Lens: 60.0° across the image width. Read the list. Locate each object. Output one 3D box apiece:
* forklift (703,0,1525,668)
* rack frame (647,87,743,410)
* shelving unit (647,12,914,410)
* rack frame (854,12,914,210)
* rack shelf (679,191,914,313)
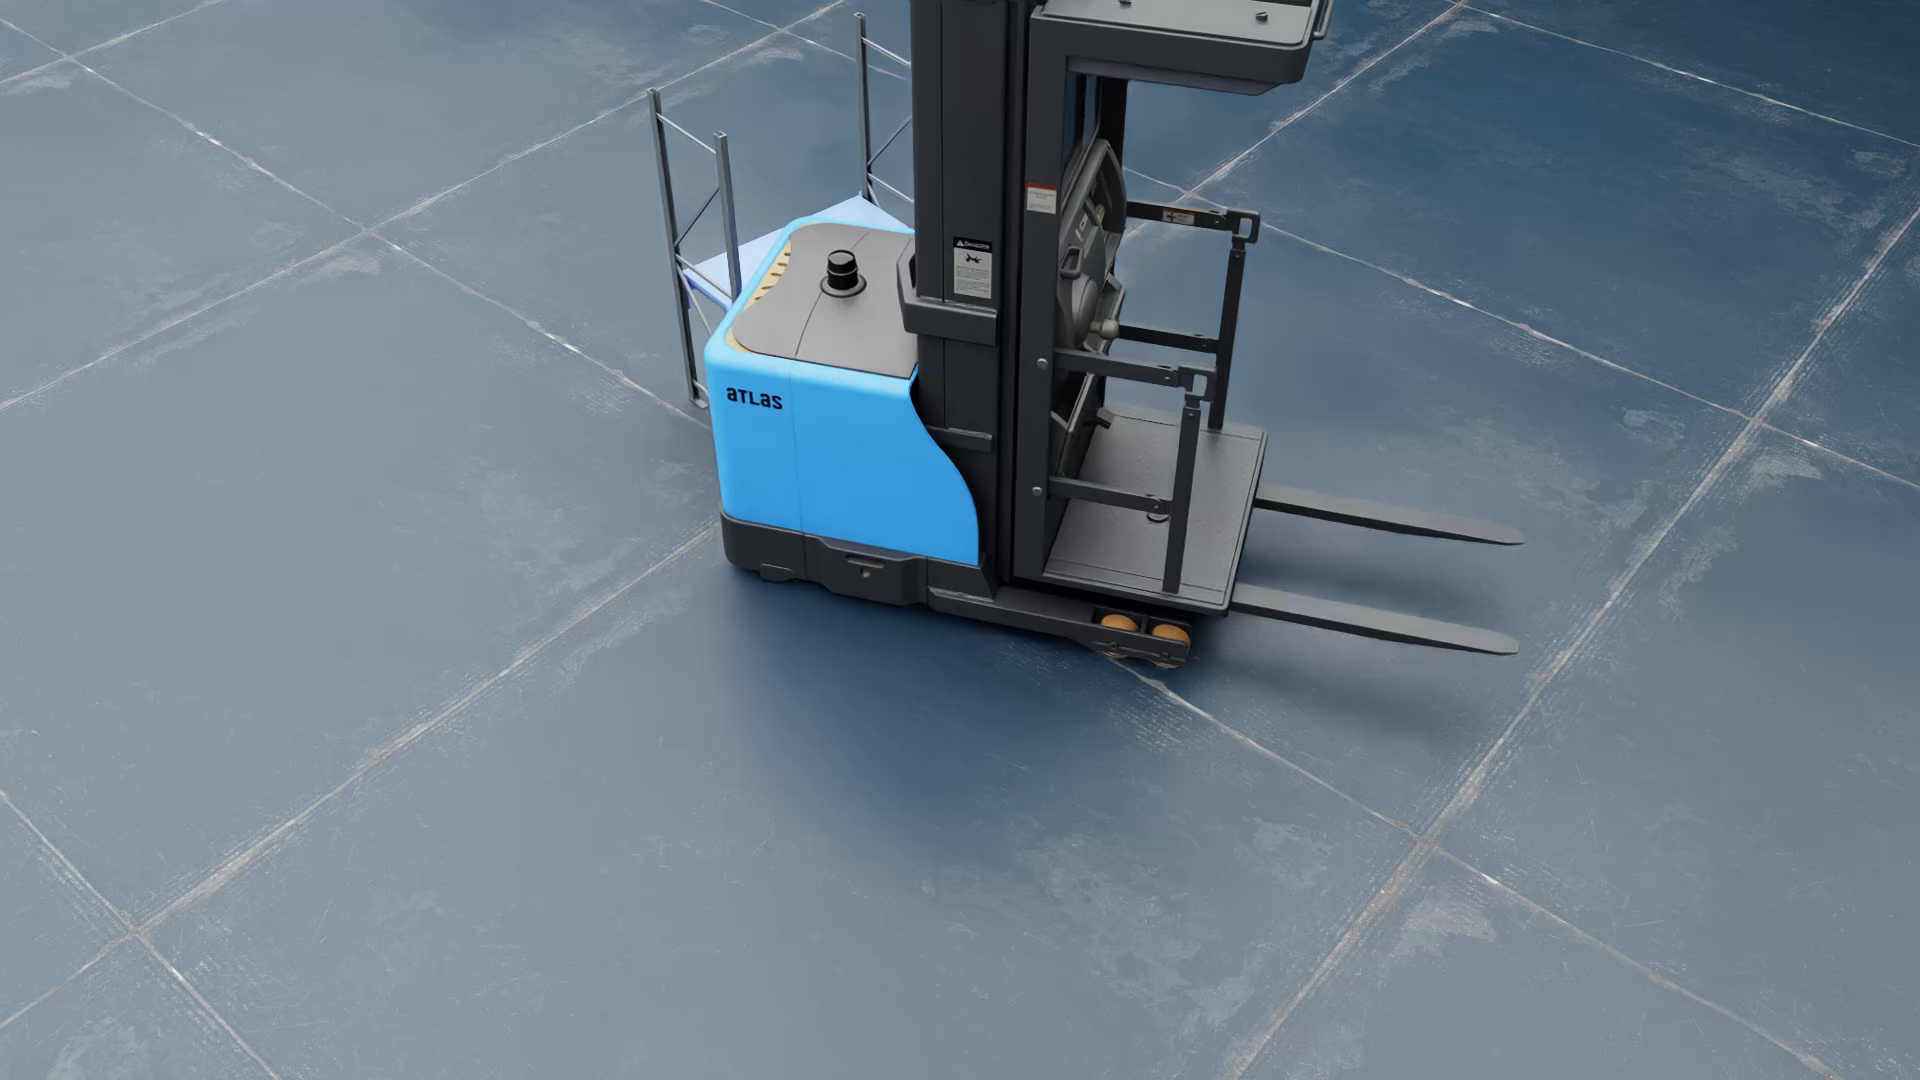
[{"bbox_3d":[0.641,-1.006,5.677,3.031,2.935,1.130,11,43,12],"label":"forklift"},{"bbox_3d":[-1.040,-1.069,6.811,0.032,1.500,0.500,-30,50,-29],"label":"rack frame"},{"bbox_3d":[-0.655,-1.292,7.056,1.048,1.500,0.538,-30,50,-29],"label":"shelving unit"},{"bbox_3d":[-0.269,-1.515,7.301,0.032,1.500,0.500,-30,50,-29],"label":"rack frame"},{"bbox_3d":[-0.655,-1.159,7.177,1.000,0.185,0.538,-30,50,-29],"label":"rack shelf"}]
